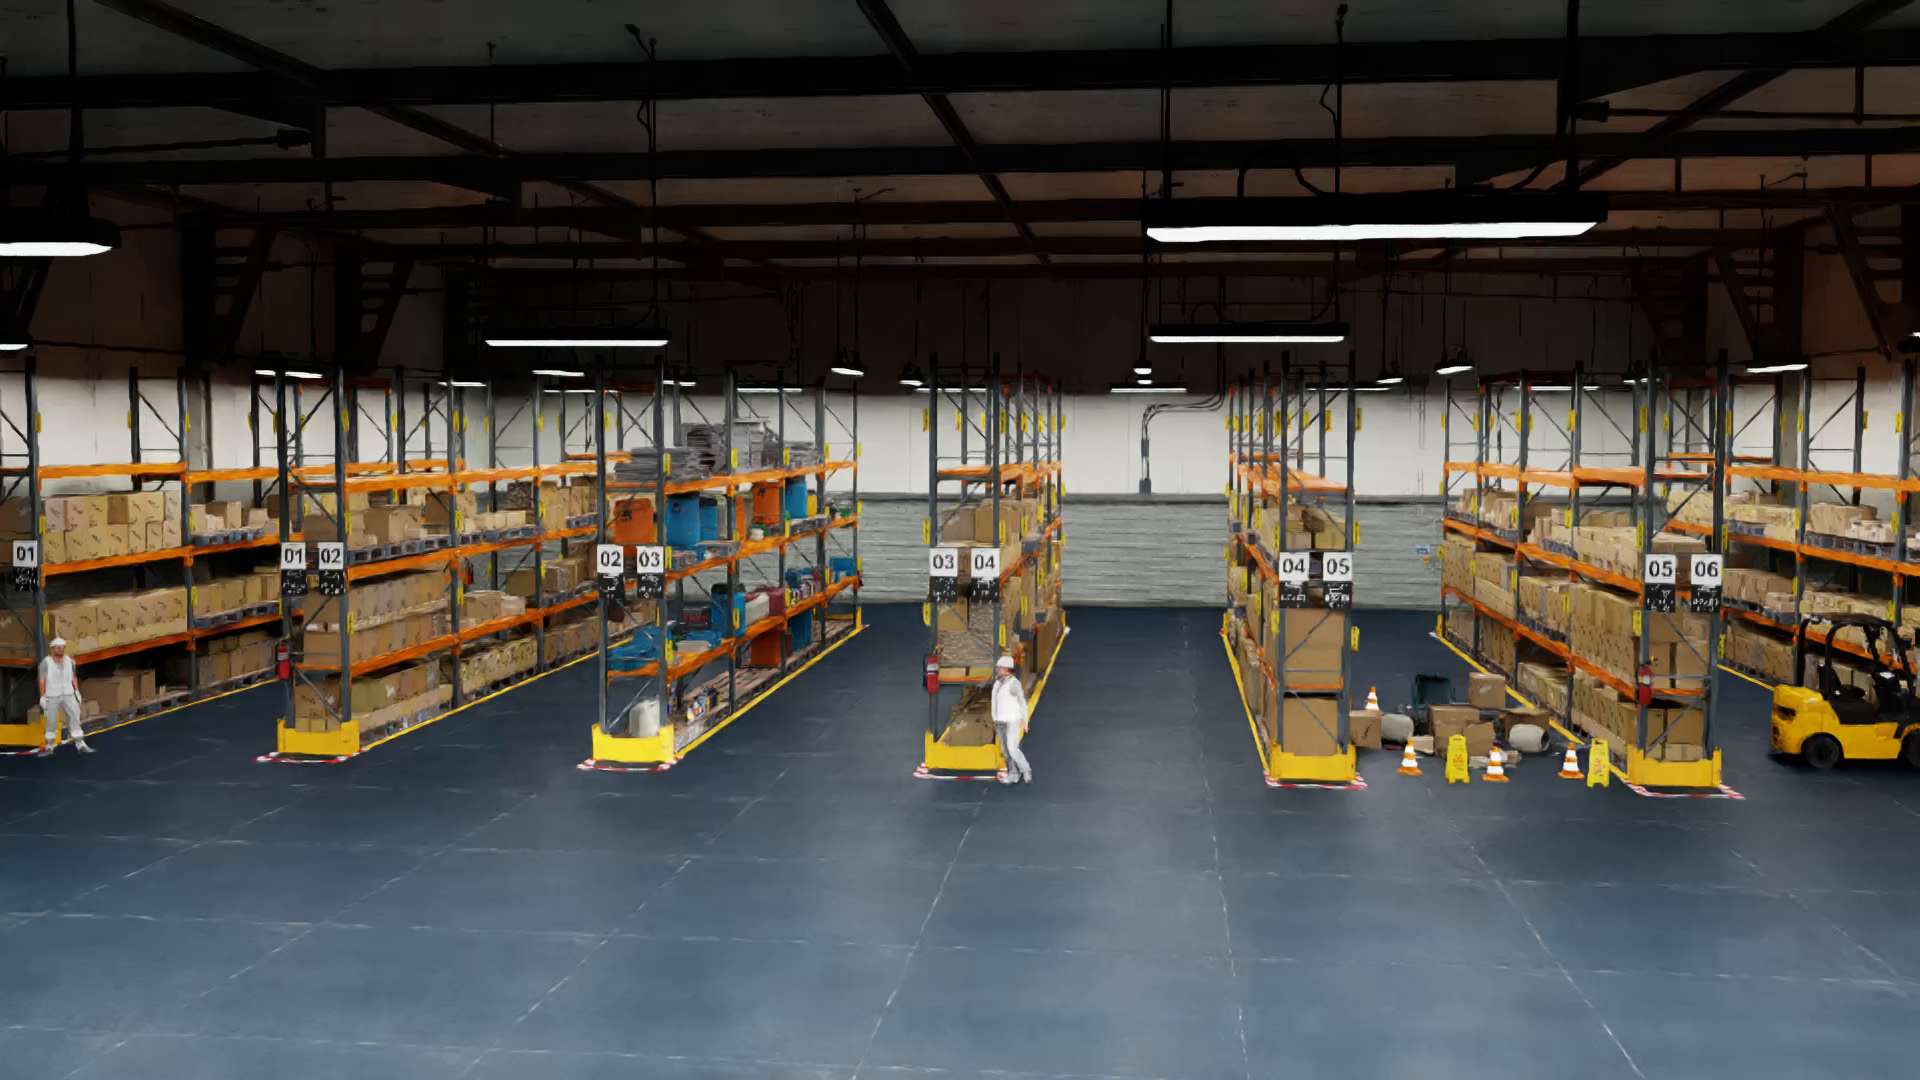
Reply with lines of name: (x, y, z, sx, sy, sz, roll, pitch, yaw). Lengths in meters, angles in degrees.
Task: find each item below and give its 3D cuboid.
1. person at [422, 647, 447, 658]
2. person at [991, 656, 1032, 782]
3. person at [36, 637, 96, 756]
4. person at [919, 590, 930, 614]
person: (-10.996, 1.734, 34.761, 0.455, 1.612, 1.019, 0, 4, 6)
person: (0.711, 2.490, 23.083, 0.453, 1.761, 0.644, -3, 5, -38)
person: (-13.437, 2.336, 24.905, 0.722, 1.781, 0.565, -4, 6, -44)
person: (-0.710, 1.136, 43.063, 0.653, 1.652, 0.491, -3, 5, -35)
